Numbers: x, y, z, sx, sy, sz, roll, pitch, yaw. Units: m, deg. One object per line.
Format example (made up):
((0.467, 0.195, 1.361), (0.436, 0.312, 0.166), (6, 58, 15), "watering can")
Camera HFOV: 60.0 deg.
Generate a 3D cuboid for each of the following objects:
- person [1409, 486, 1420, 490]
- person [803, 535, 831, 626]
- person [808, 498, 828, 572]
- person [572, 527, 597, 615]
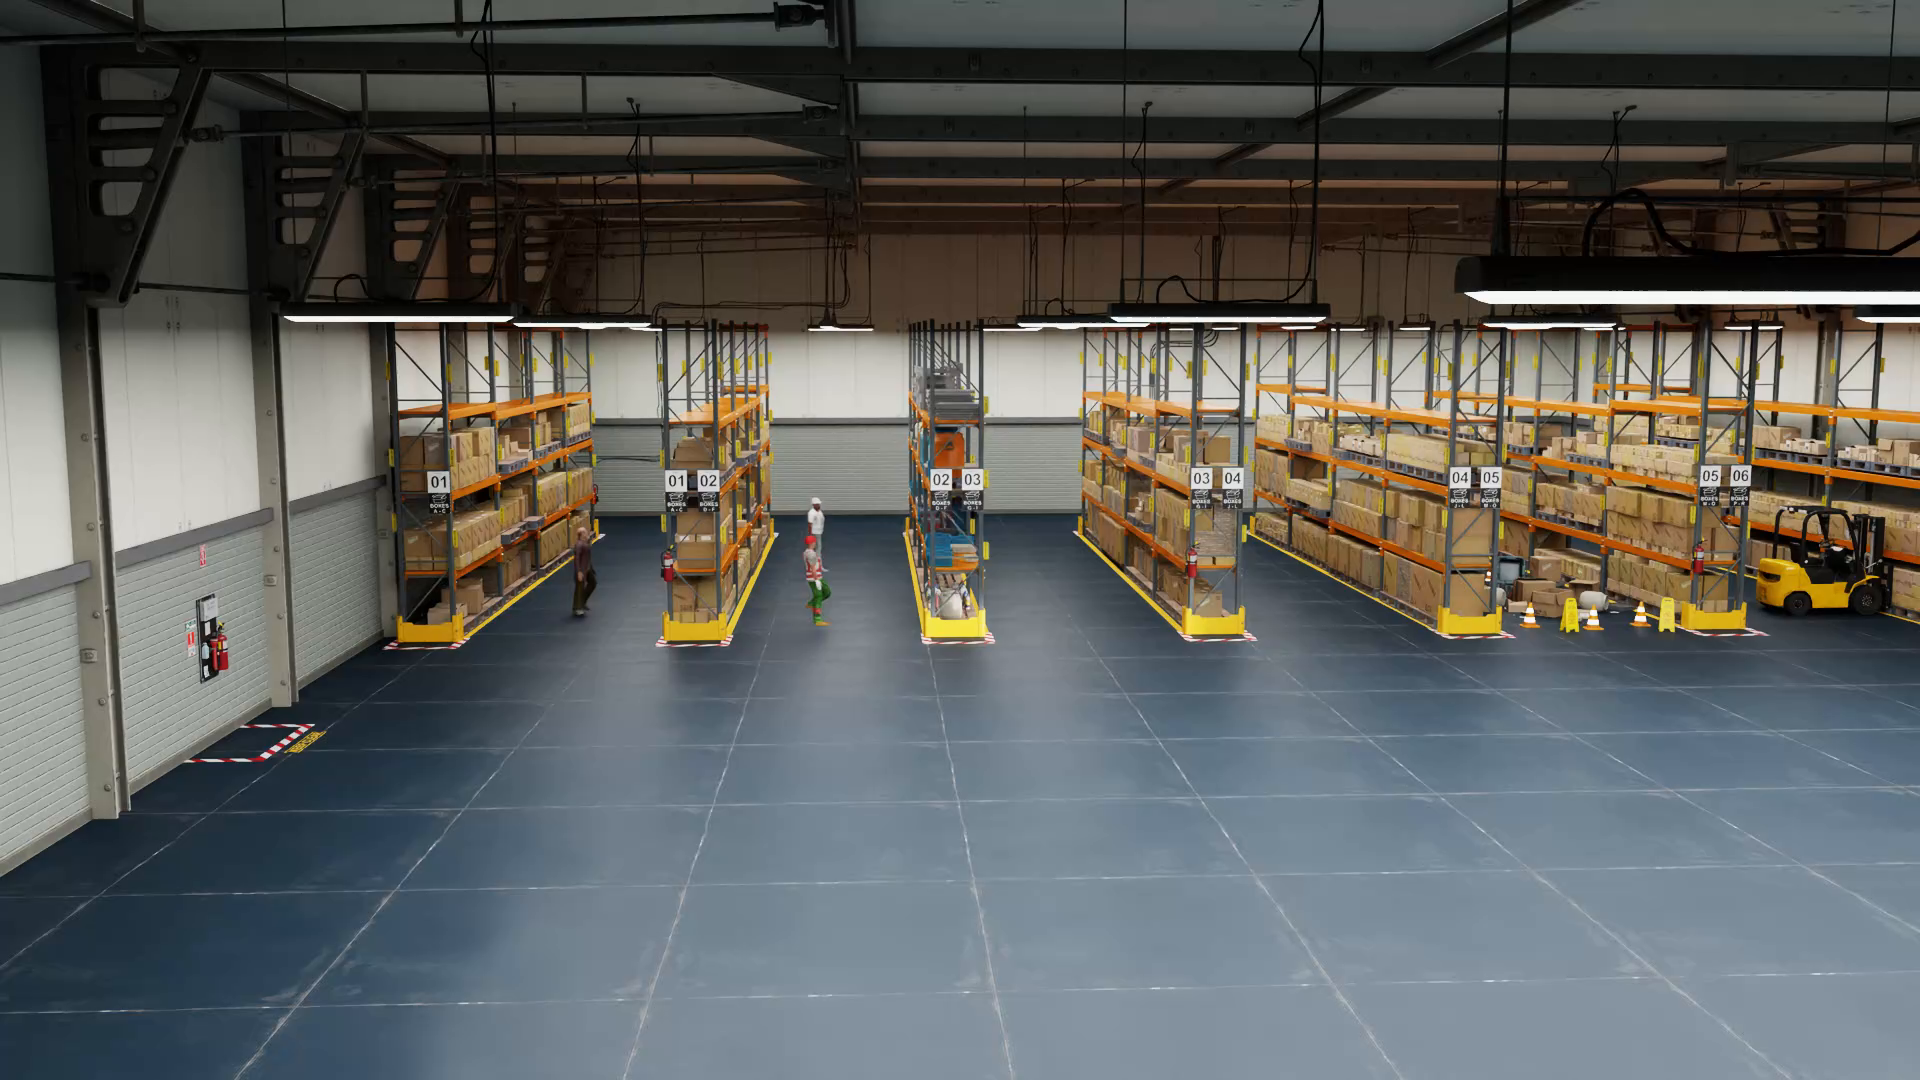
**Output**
((12.466, -0.823, 45.907), (0.637, 1.770, 0.623), (1, 7, 8), "person")
((-2.826, 0.797, 32.855), (0.556, 1.785, 0.615), (0, 7, -3), "person")
((-3.427, -0.145, 40.485), (0.528, 1.787, 0.603), (1, 7, 10), "person")
((-7.782, 0.619, 34.130), (0.495, 1.779, 0.722), (2, 7, 13), "person")
